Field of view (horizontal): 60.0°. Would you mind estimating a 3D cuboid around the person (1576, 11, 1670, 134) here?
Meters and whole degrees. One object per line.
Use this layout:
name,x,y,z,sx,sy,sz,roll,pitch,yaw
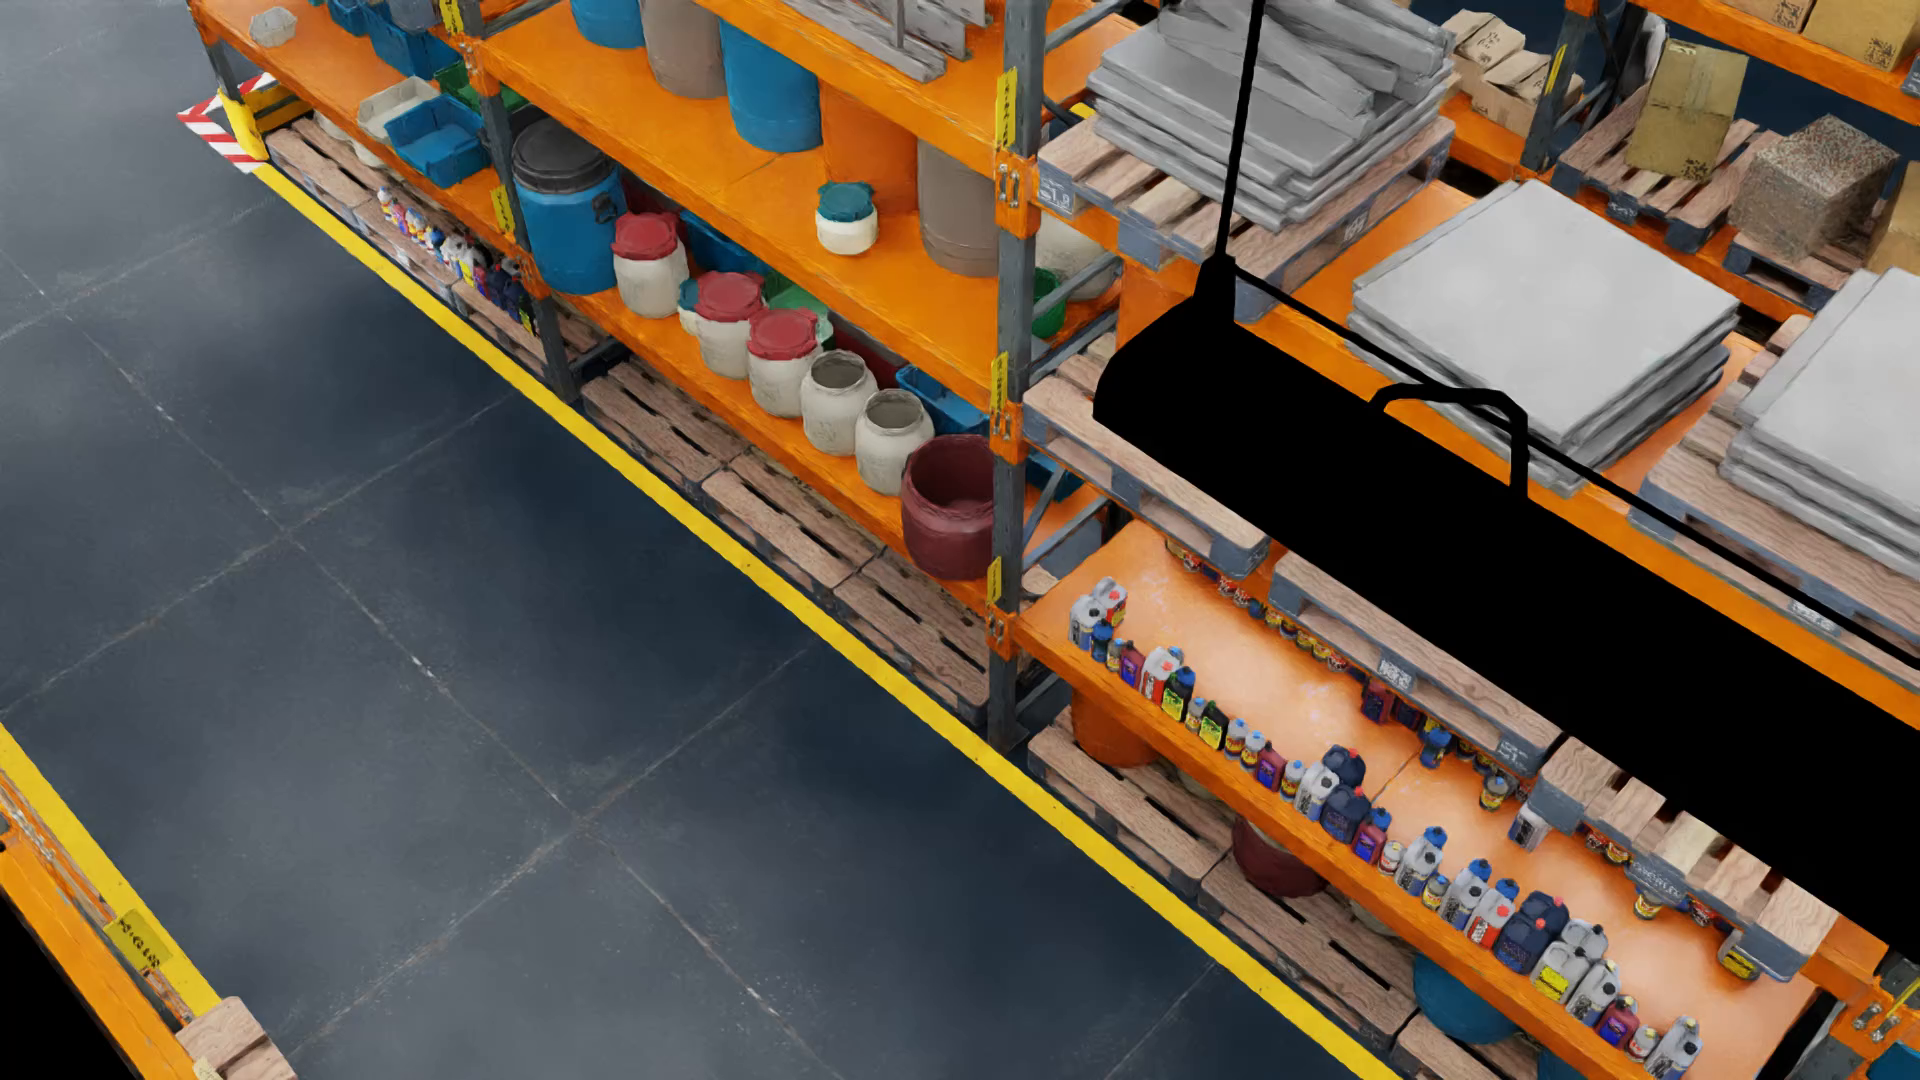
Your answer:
person,4.917,-3.360,12.150,0.536,1.590,0.534,-17,52,-14
